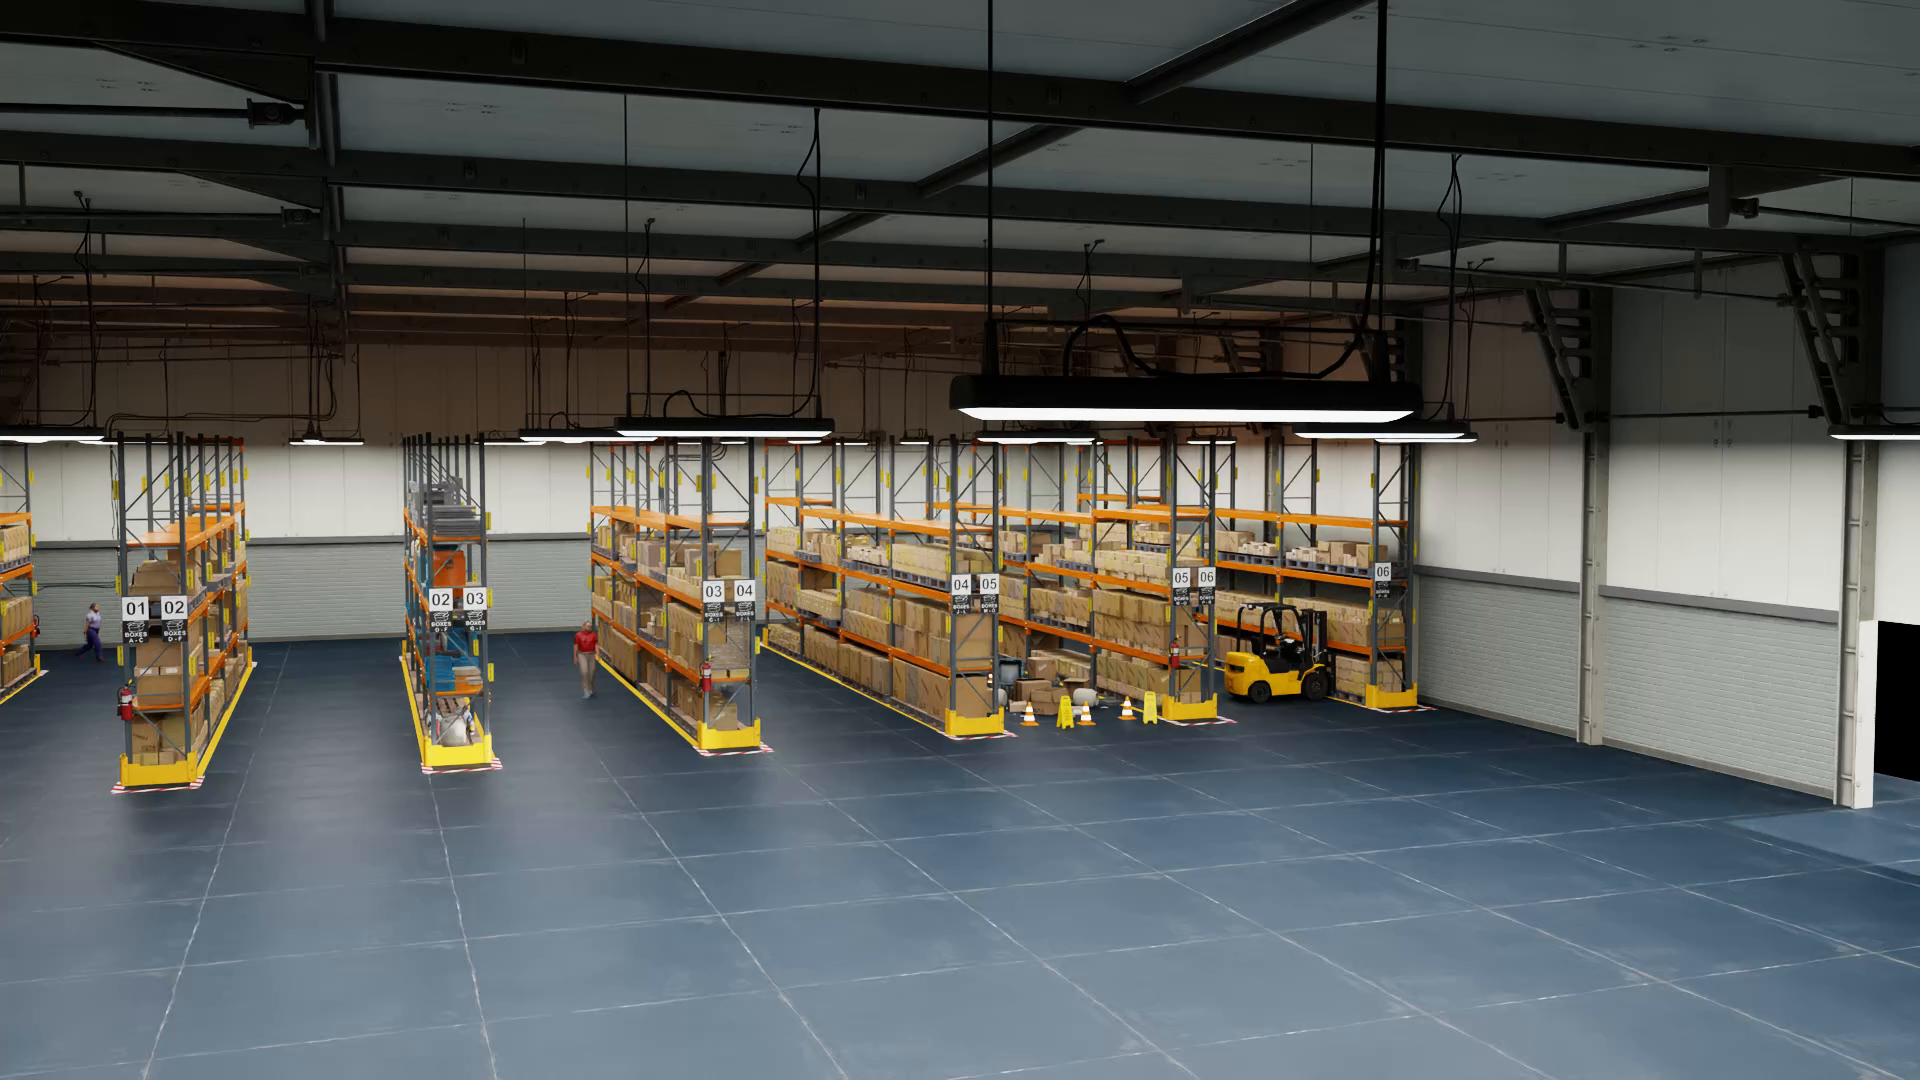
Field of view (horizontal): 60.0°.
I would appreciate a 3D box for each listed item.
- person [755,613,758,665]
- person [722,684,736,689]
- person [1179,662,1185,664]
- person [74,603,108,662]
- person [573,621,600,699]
[{"bbox_3d":[-5.575,2.412,43.975,0.524,1.716,0.967,-2,4,-31],"label":"person"},{"bbox_3d":[-5.588,2.635,39.455,0.565,1.777,0.469,0,3,1],"label":"person"},{"bbox_3d":[5.120,2.669,39.129,0.611,1.754,0.497,-1,3,-11],"label":"person"},{"bbox_3d":[-23.216,2.459,44.413,1.019,1.588,0.481,0,3,0],"label":"person"},{"bbox_3d":[-8.551,2.751,38.358,0.559,1.737,0.730,-2,4,-35],"label":"person"}]
